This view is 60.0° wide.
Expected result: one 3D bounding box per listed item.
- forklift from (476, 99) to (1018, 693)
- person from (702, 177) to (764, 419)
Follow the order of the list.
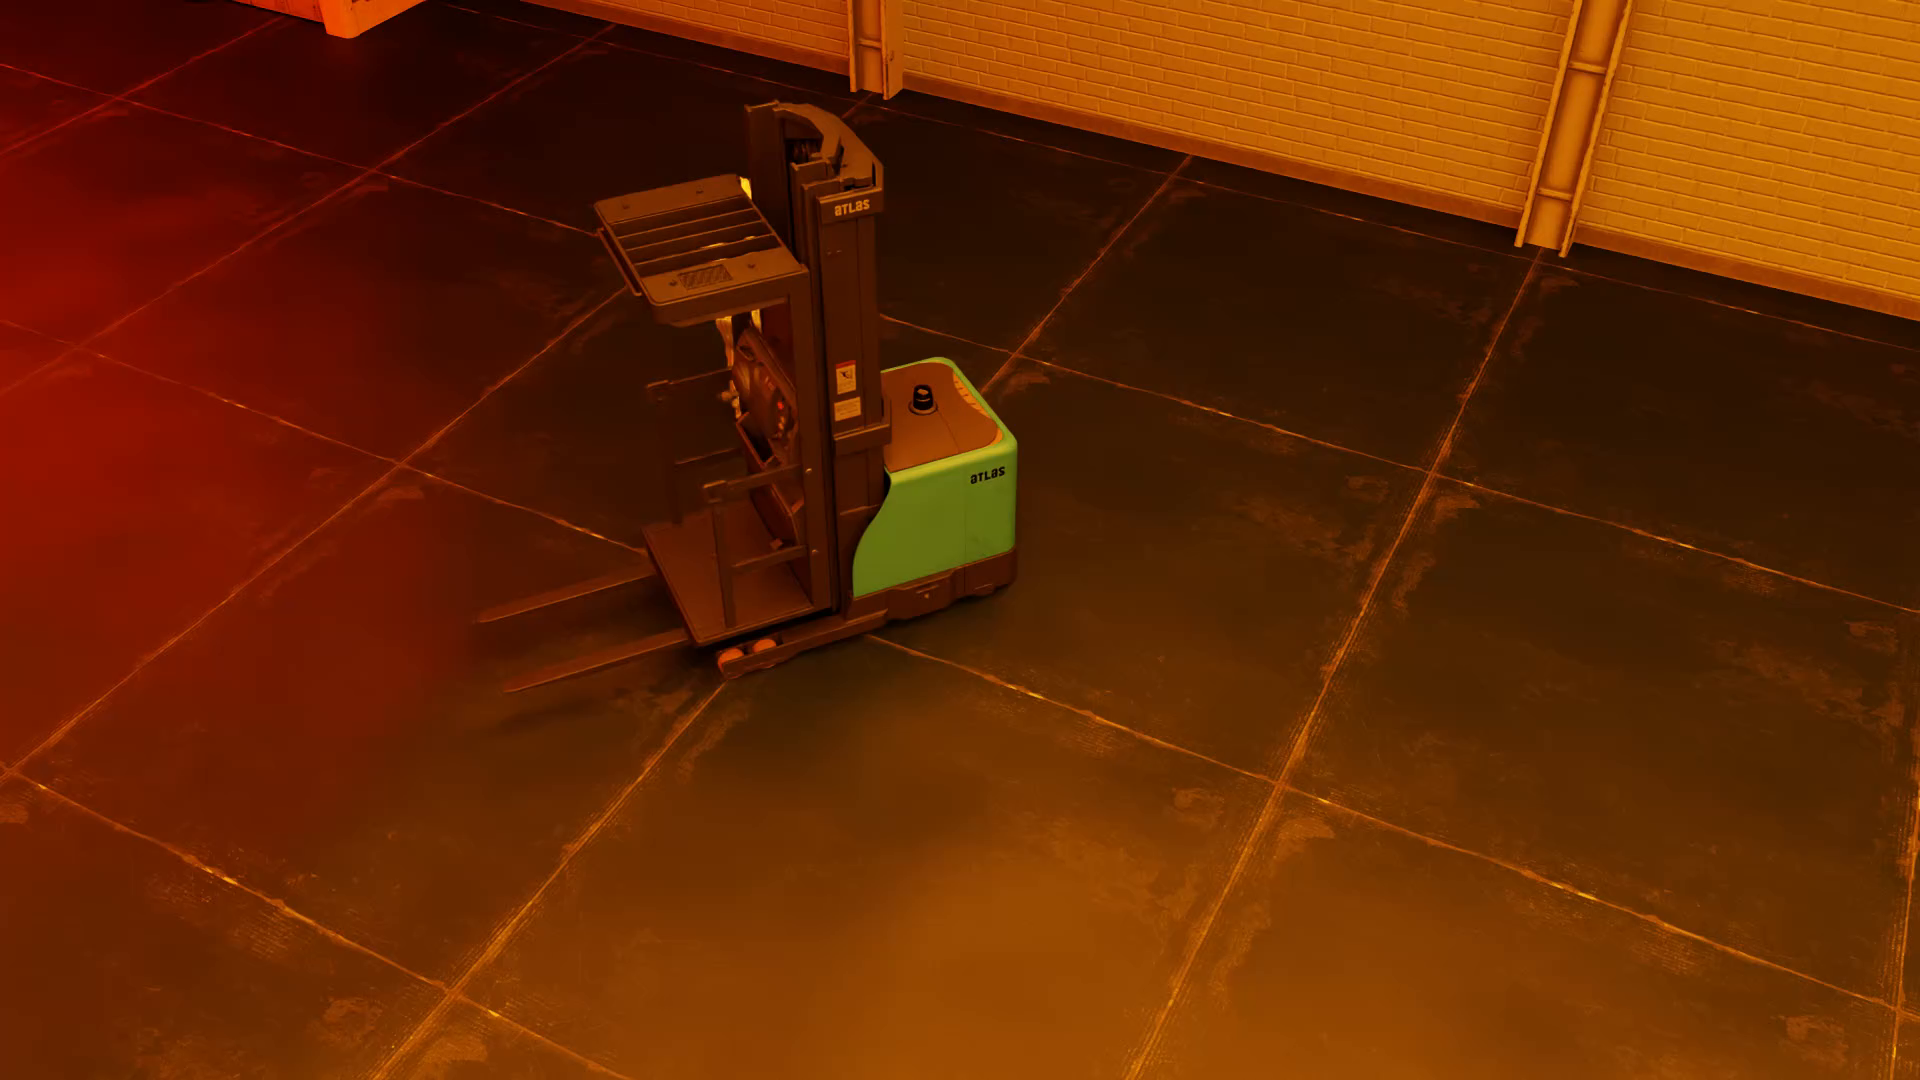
[{"bbox_3d":[-1.224,-0.734,8.858,3.031,2.935,1.130,-17,43,-19],"label":"forklift"},{"bbox_3d":[-1.296,-1.599,10.906,0.818,1.648,0.807,14,42,16],"label":"person"}]
